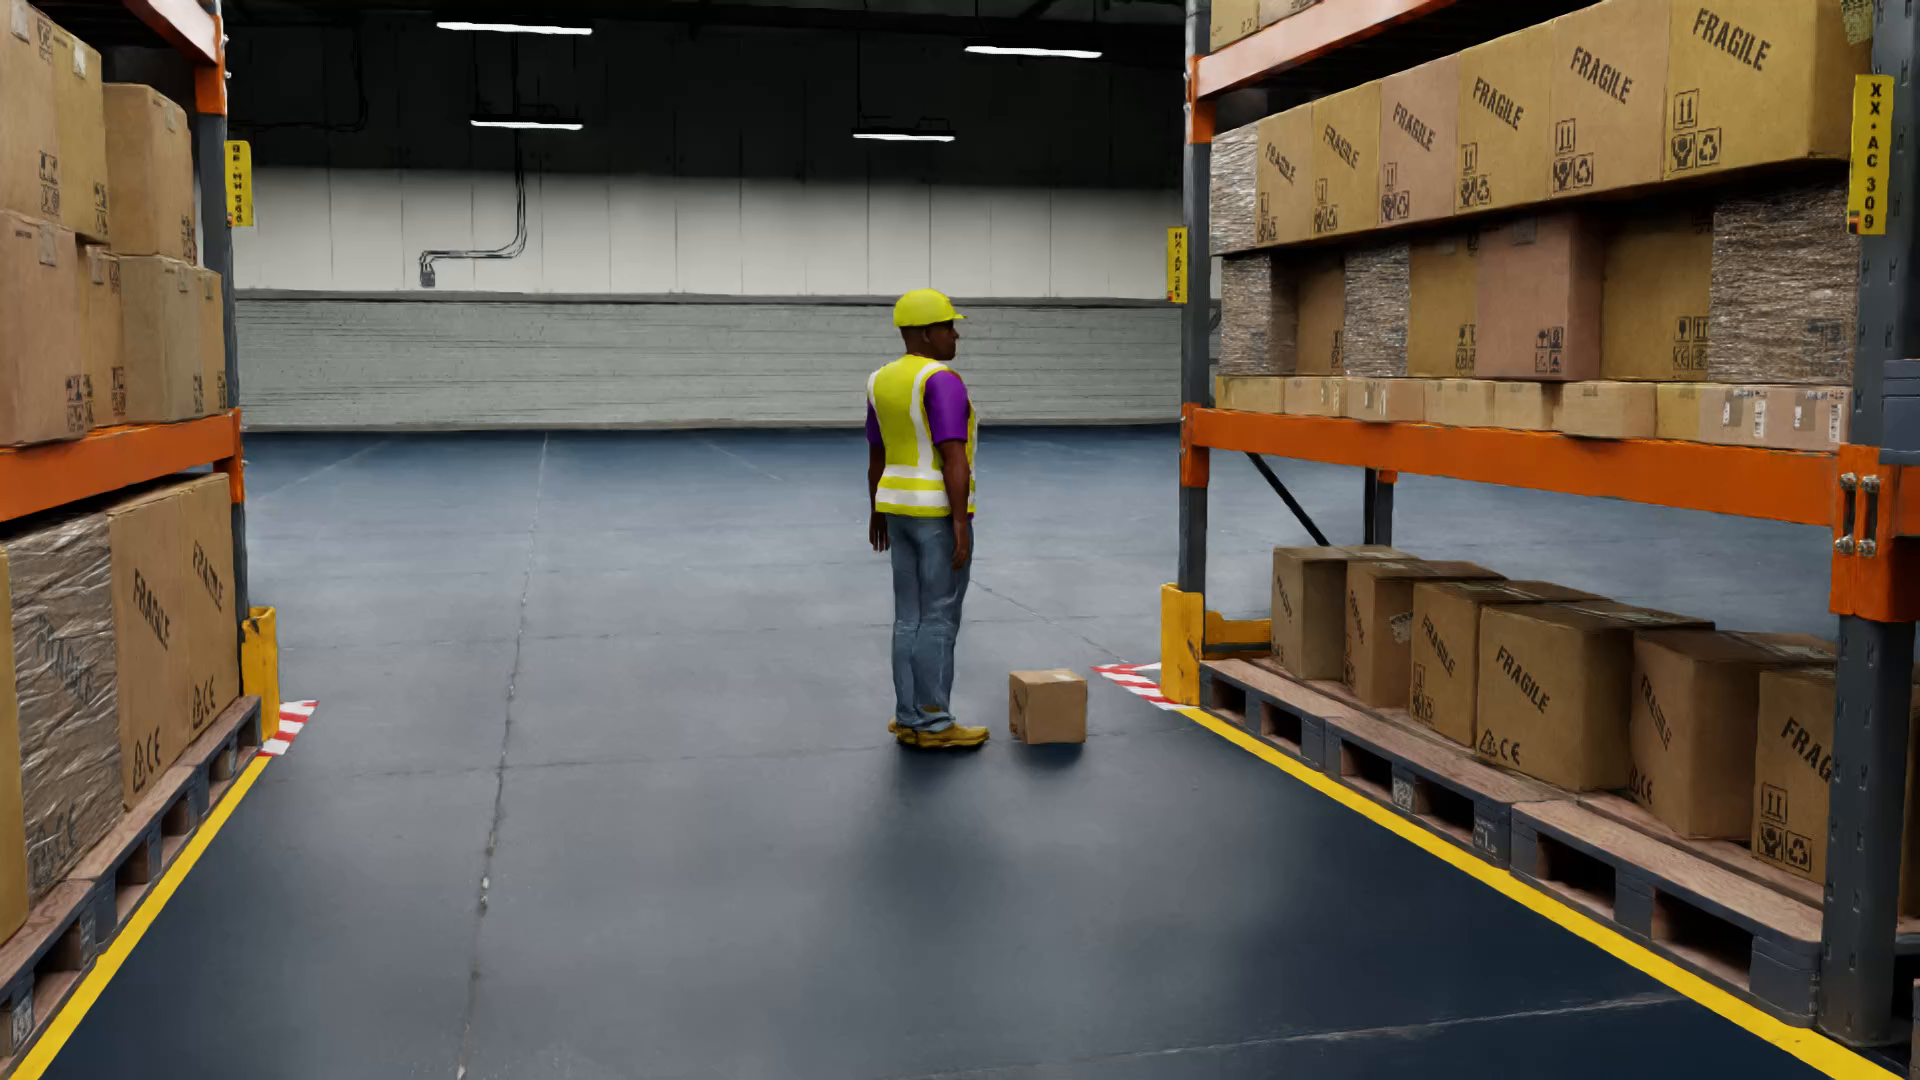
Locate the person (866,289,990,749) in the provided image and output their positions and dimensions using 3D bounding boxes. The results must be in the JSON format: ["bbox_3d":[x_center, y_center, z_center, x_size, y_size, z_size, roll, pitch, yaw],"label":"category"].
[{"bbox_3d":[-0.153,-0.093,6.541,0.341,1.770,0.714,-5,8,-41],"label":"person"}]
